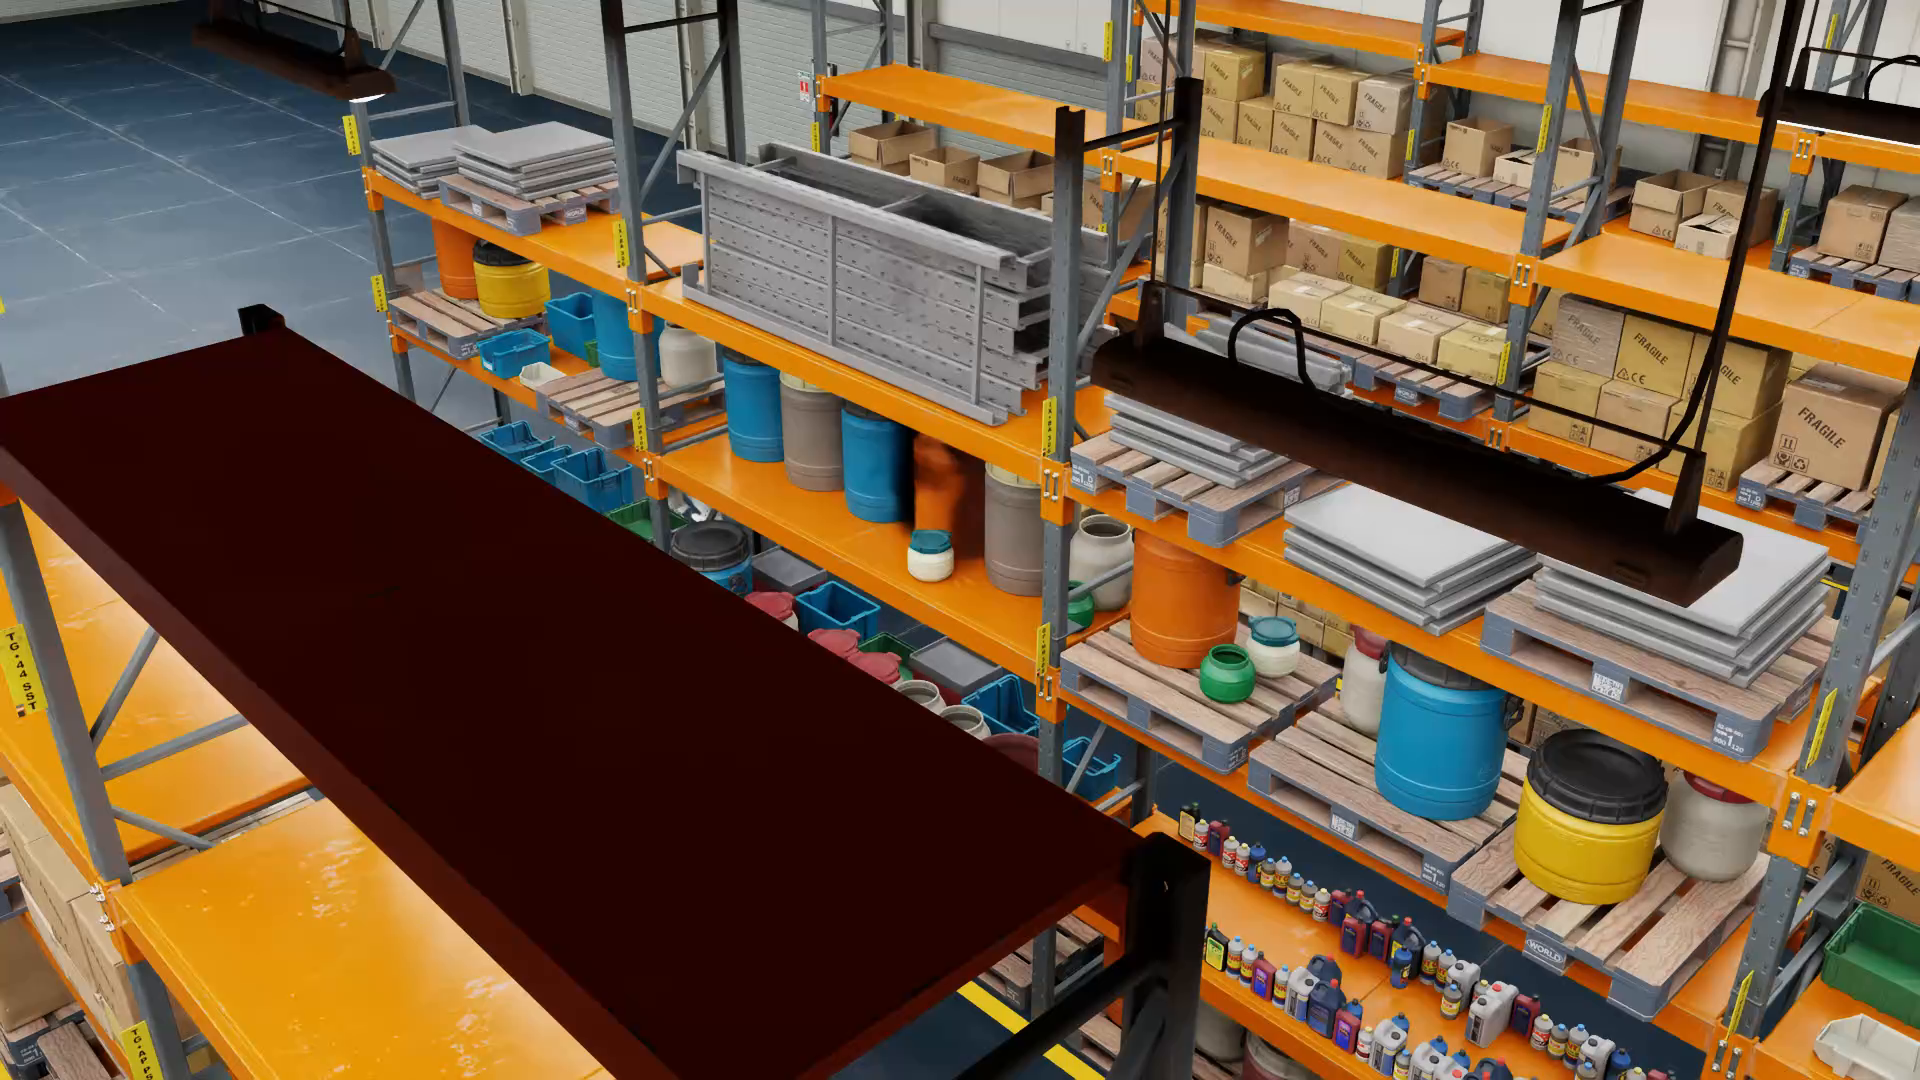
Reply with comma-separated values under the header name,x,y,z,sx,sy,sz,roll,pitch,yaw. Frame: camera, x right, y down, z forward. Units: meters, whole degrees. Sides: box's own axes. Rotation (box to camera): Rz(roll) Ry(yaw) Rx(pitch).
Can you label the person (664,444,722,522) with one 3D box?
name,x,y,z,sx,sy,sz,roll,pitch,yaw
person,-2.851,-0.891,16.797,0.794,1.688,0.472,-1,28,-3
